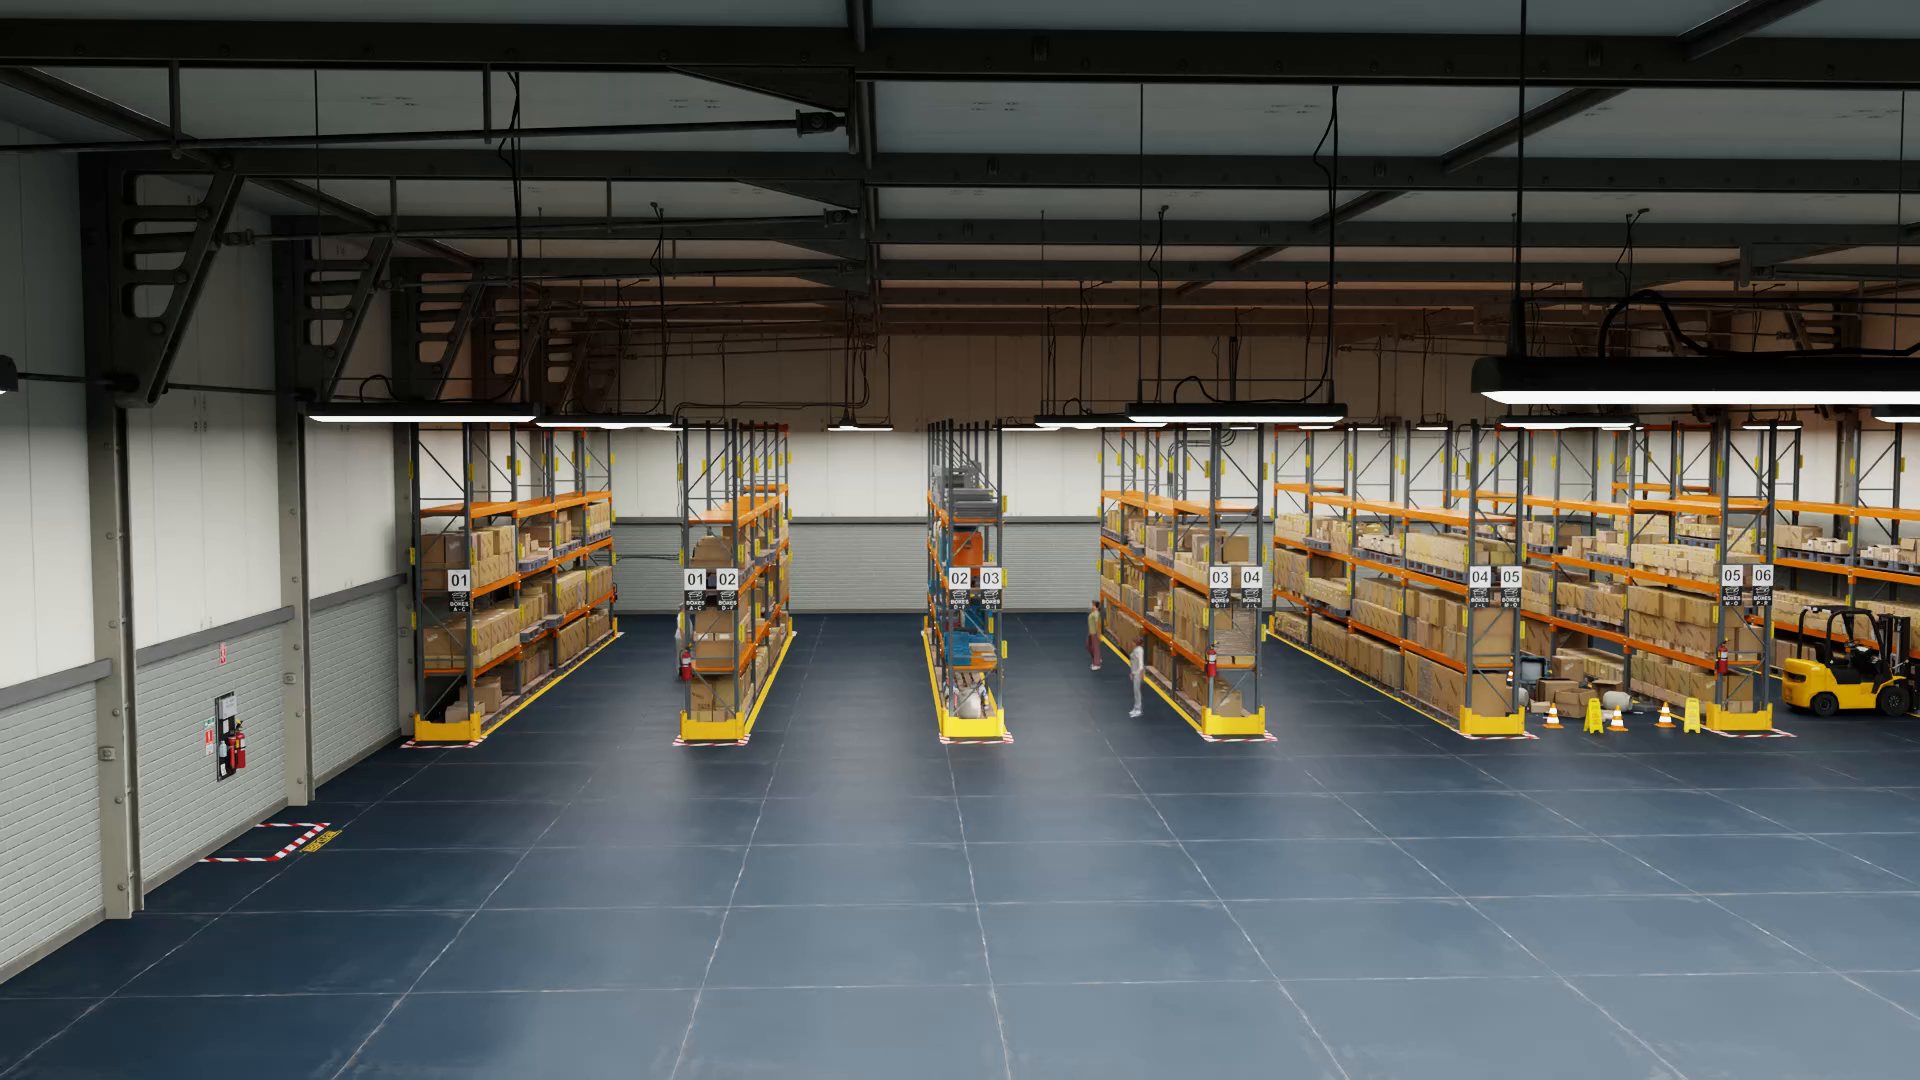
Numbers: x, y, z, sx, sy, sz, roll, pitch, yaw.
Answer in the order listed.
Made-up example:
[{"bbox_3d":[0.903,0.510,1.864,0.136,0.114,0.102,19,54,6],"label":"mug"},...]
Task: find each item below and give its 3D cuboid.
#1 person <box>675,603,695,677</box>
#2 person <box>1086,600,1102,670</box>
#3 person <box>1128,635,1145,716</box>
[{"bbox_3d":[-6.427,2.333,39.246,0.591,1.768,0.582,1,4,22],"label":"person"},{"bbox_3d":[3.255,2.269,40.031,0.386,1.685,0.538,0,4,-5],"label":"person"},{"bbox_3d":[3.588,2.756,33.861,0.377,1.615,0.532,0,4,-1],"label":"person"}]
